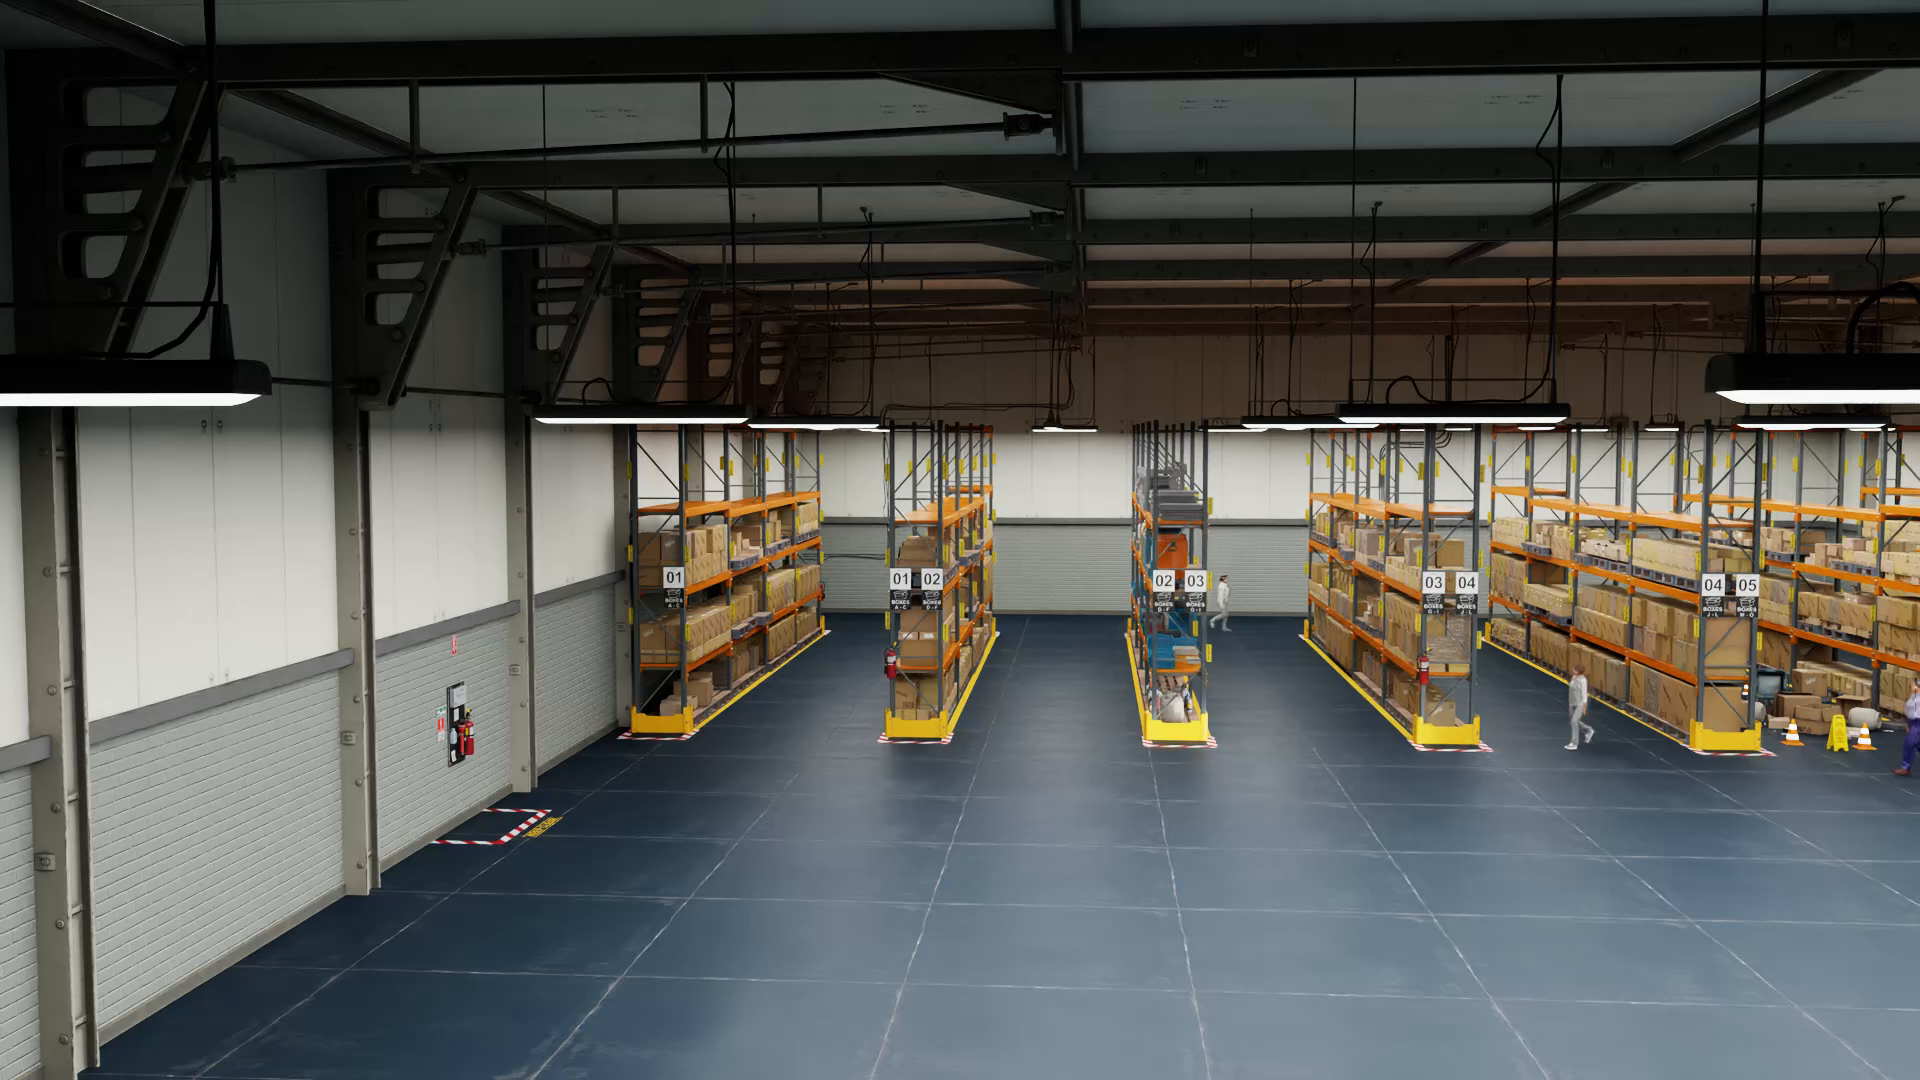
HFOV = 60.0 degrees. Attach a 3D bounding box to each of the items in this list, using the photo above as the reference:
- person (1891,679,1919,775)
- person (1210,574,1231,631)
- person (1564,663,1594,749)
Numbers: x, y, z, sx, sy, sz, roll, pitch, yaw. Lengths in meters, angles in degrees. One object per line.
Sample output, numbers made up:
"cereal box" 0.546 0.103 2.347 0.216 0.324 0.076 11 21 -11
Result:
"person" 16.175 3.137 27.981 0.962 1.603 0.481 0 4 6
"person" 7.589 1.823 48.329 0.587 1.661 0.528 2 4 25
"person" 11.307 3.011 30.256 0.760 1.550 0.415 -1 4 -22
